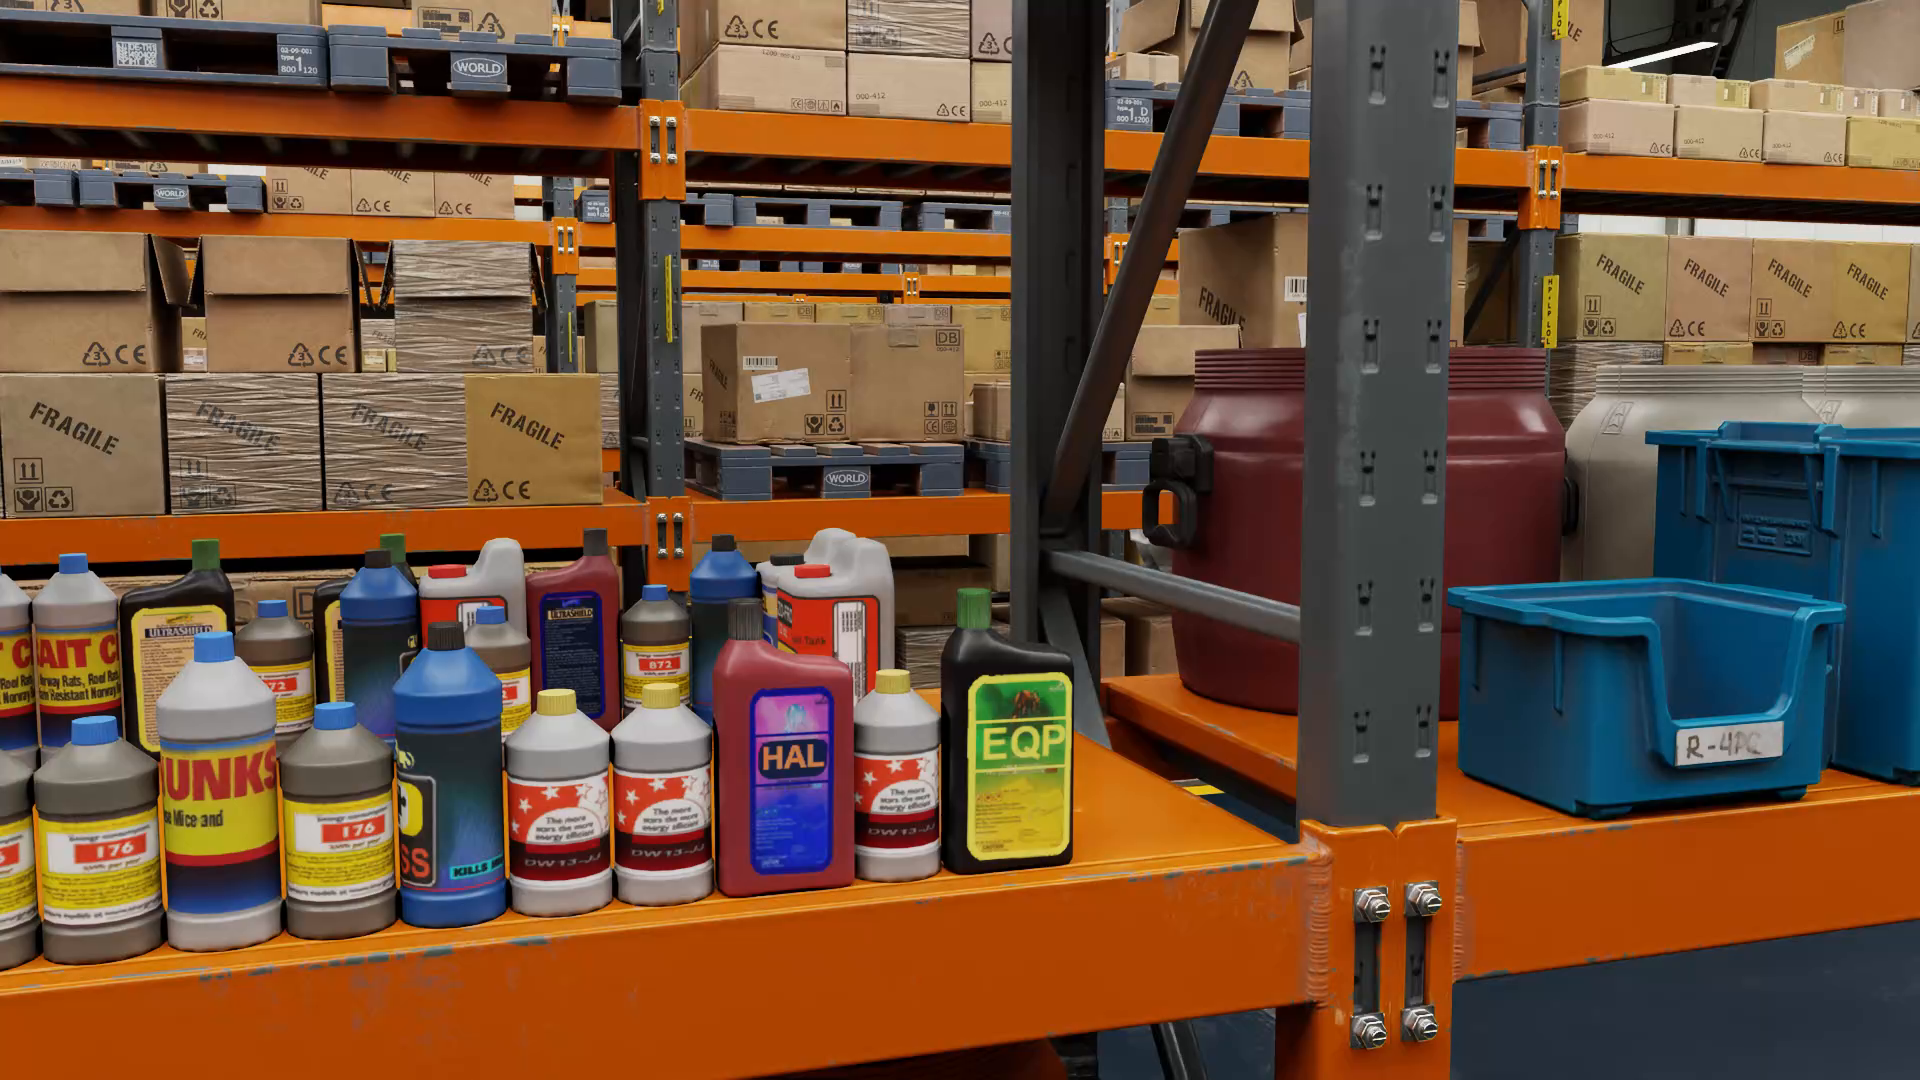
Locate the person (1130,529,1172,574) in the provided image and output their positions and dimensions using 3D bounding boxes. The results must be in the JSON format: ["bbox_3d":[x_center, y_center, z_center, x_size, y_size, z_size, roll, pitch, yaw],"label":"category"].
[{"bbox_3d":[1.201,-0.013,9.415,0.435,1.748,0.591,-2,6,-19],"label":"person"}]
